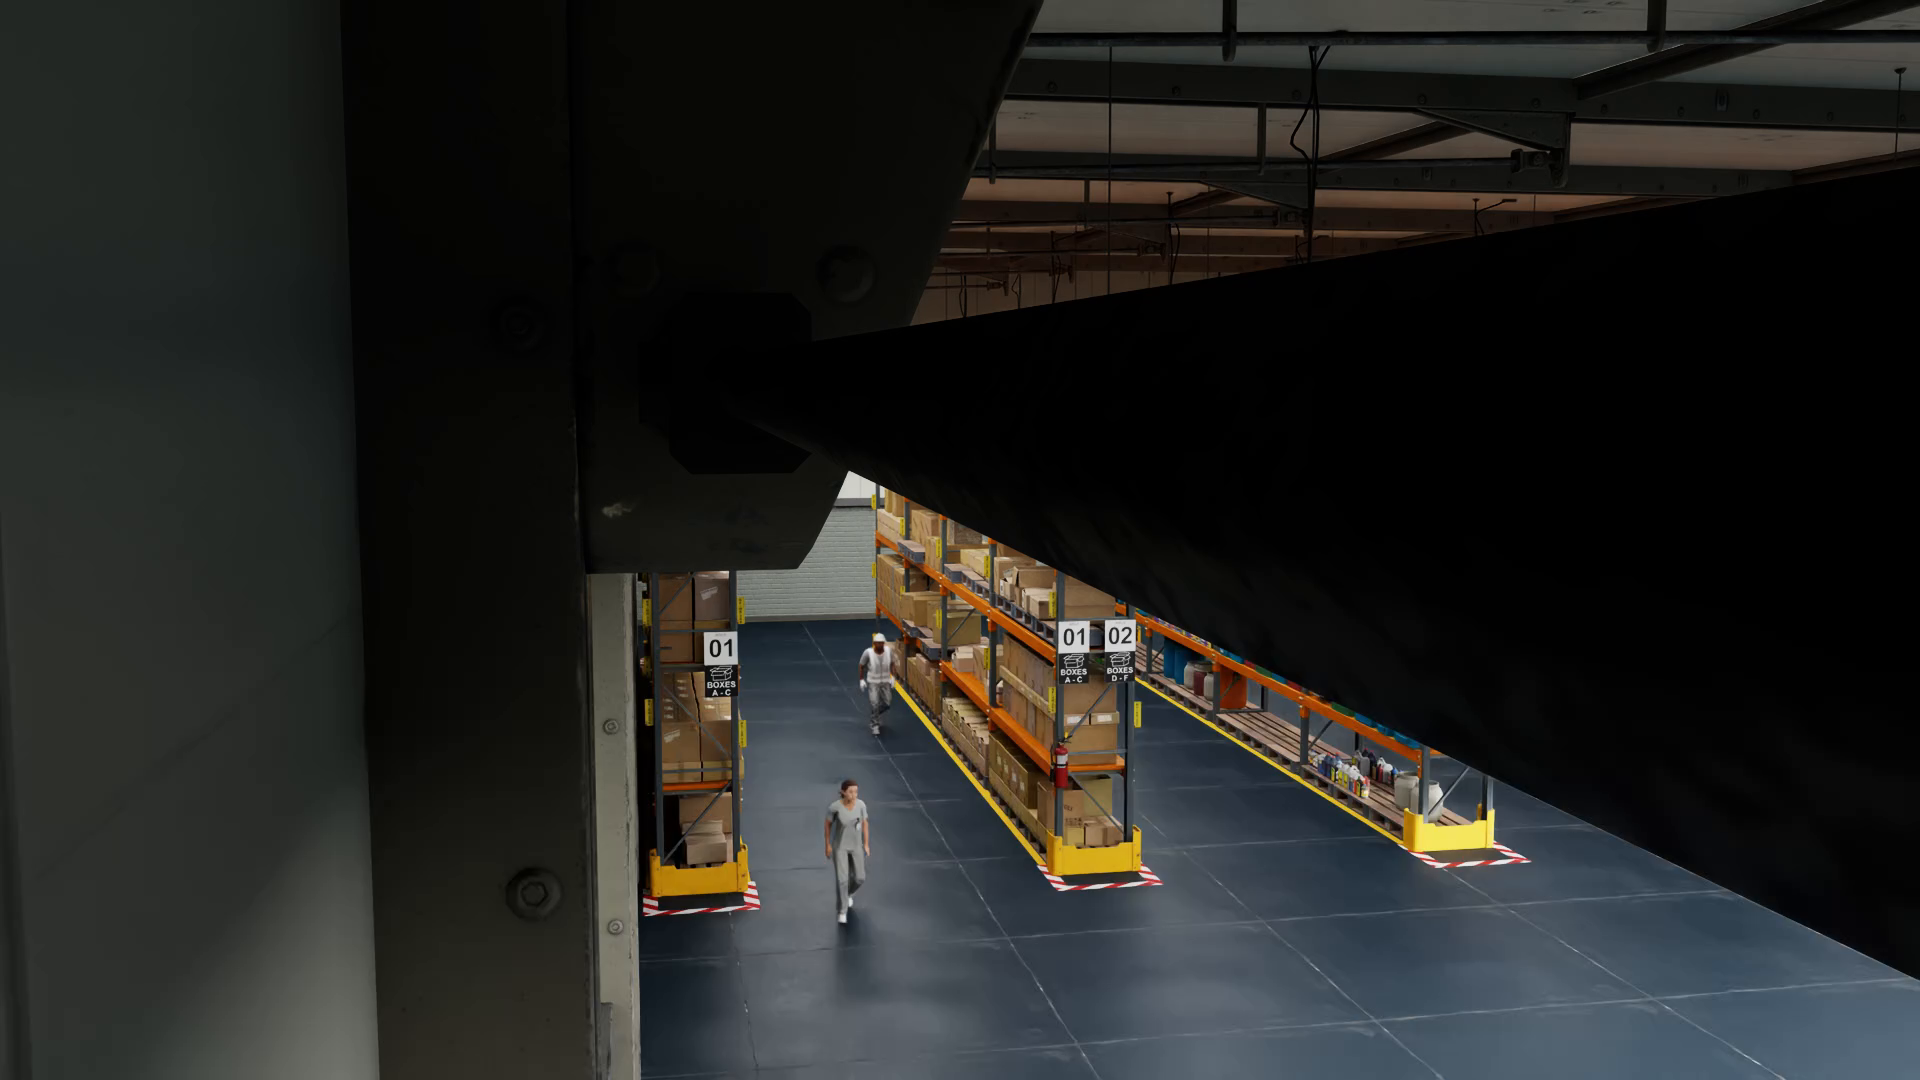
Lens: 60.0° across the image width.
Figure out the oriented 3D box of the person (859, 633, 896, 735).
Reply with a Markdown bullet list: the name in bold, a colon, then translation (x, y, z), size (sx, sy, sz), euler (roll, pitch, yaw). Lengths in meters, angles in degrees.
- **person**: translation (-1.459, 2.480, 29.072), size (0.647, 1.763, 0.681), euler (-2, 6, -21)

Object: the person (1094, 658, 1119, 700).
- **person**: translation (2.804, 2.162, 32.014), size (0.633, 1.725, 1.067), euler (-1, 6, -8)

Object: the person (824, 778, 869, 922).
- **person**: translation (-1.339, 3.553, 19.281), size (0.495, 1.635, 0.611), euler (-2, 6, -21)
